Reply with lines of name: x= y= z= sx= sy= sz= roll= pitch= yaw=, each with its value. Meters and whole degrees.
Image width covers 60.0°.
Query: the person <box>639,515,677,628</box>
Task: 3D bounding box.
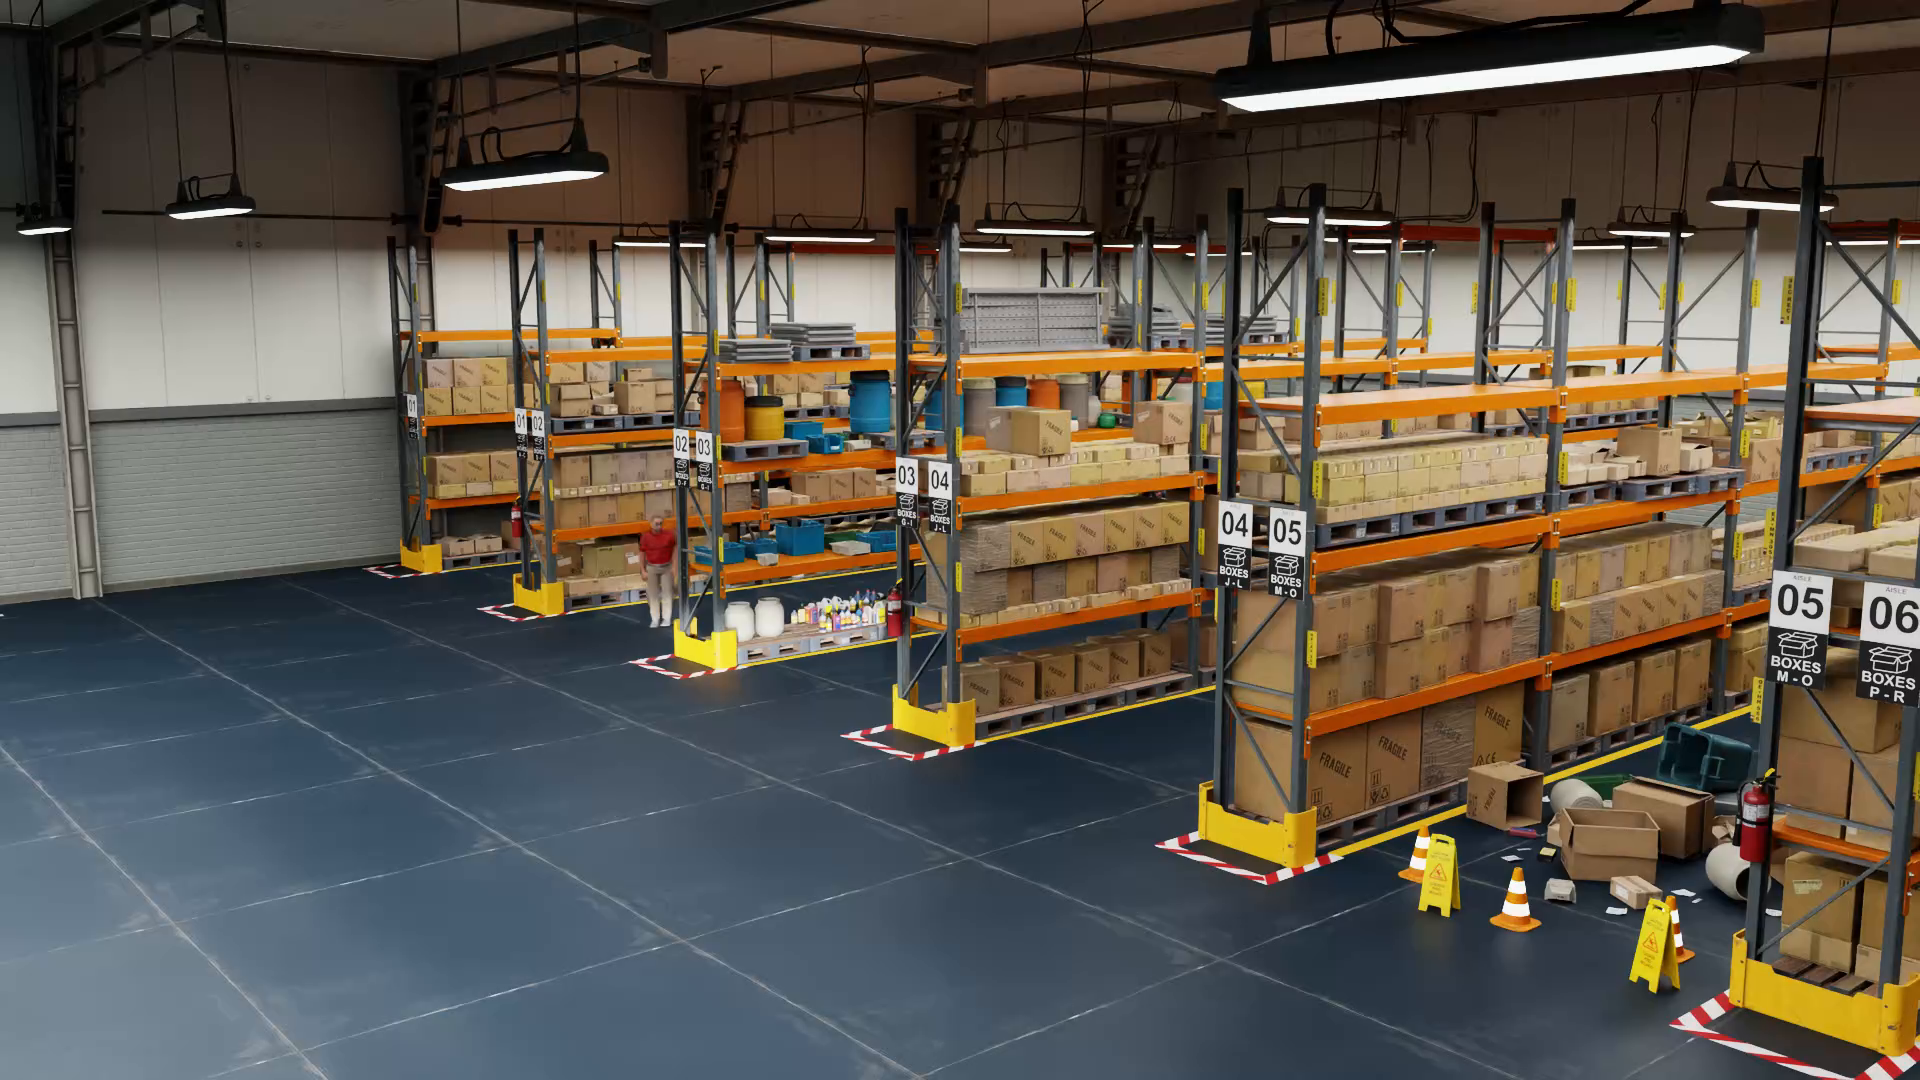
person: x=-4.563 y=0.467 z=25.158 sx=0.569 sy=1.732 sz=0.392 roll=-2 pitch=9 yaw=-15
